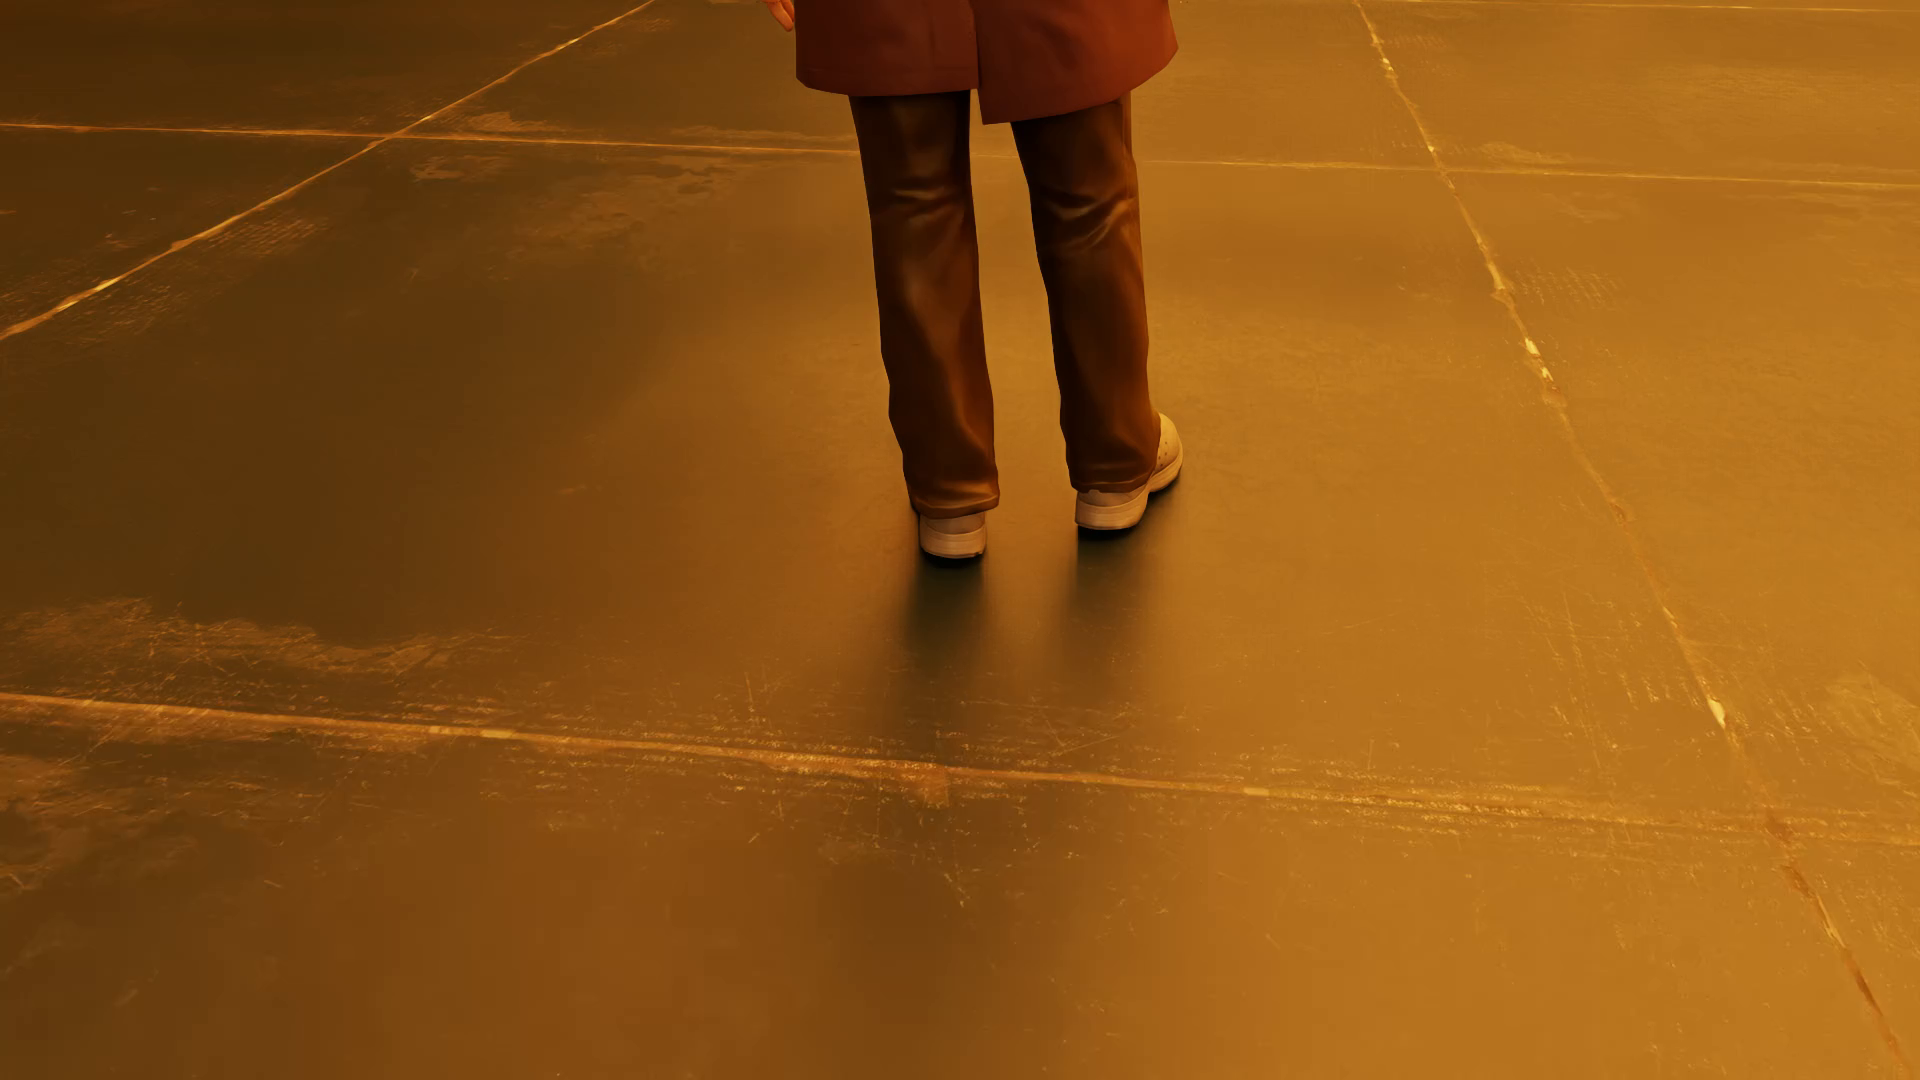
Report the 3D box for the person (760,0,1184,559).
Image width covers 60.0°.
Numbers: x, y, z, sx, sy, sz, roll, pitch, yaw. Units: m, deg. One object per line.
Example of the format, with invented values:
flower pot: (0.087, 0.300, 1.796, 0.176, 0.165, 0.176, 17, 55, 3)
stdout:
person: (0.017, -0.842, 2.180, 0.696, 1.775, 0.582, 3, 27, 7)
